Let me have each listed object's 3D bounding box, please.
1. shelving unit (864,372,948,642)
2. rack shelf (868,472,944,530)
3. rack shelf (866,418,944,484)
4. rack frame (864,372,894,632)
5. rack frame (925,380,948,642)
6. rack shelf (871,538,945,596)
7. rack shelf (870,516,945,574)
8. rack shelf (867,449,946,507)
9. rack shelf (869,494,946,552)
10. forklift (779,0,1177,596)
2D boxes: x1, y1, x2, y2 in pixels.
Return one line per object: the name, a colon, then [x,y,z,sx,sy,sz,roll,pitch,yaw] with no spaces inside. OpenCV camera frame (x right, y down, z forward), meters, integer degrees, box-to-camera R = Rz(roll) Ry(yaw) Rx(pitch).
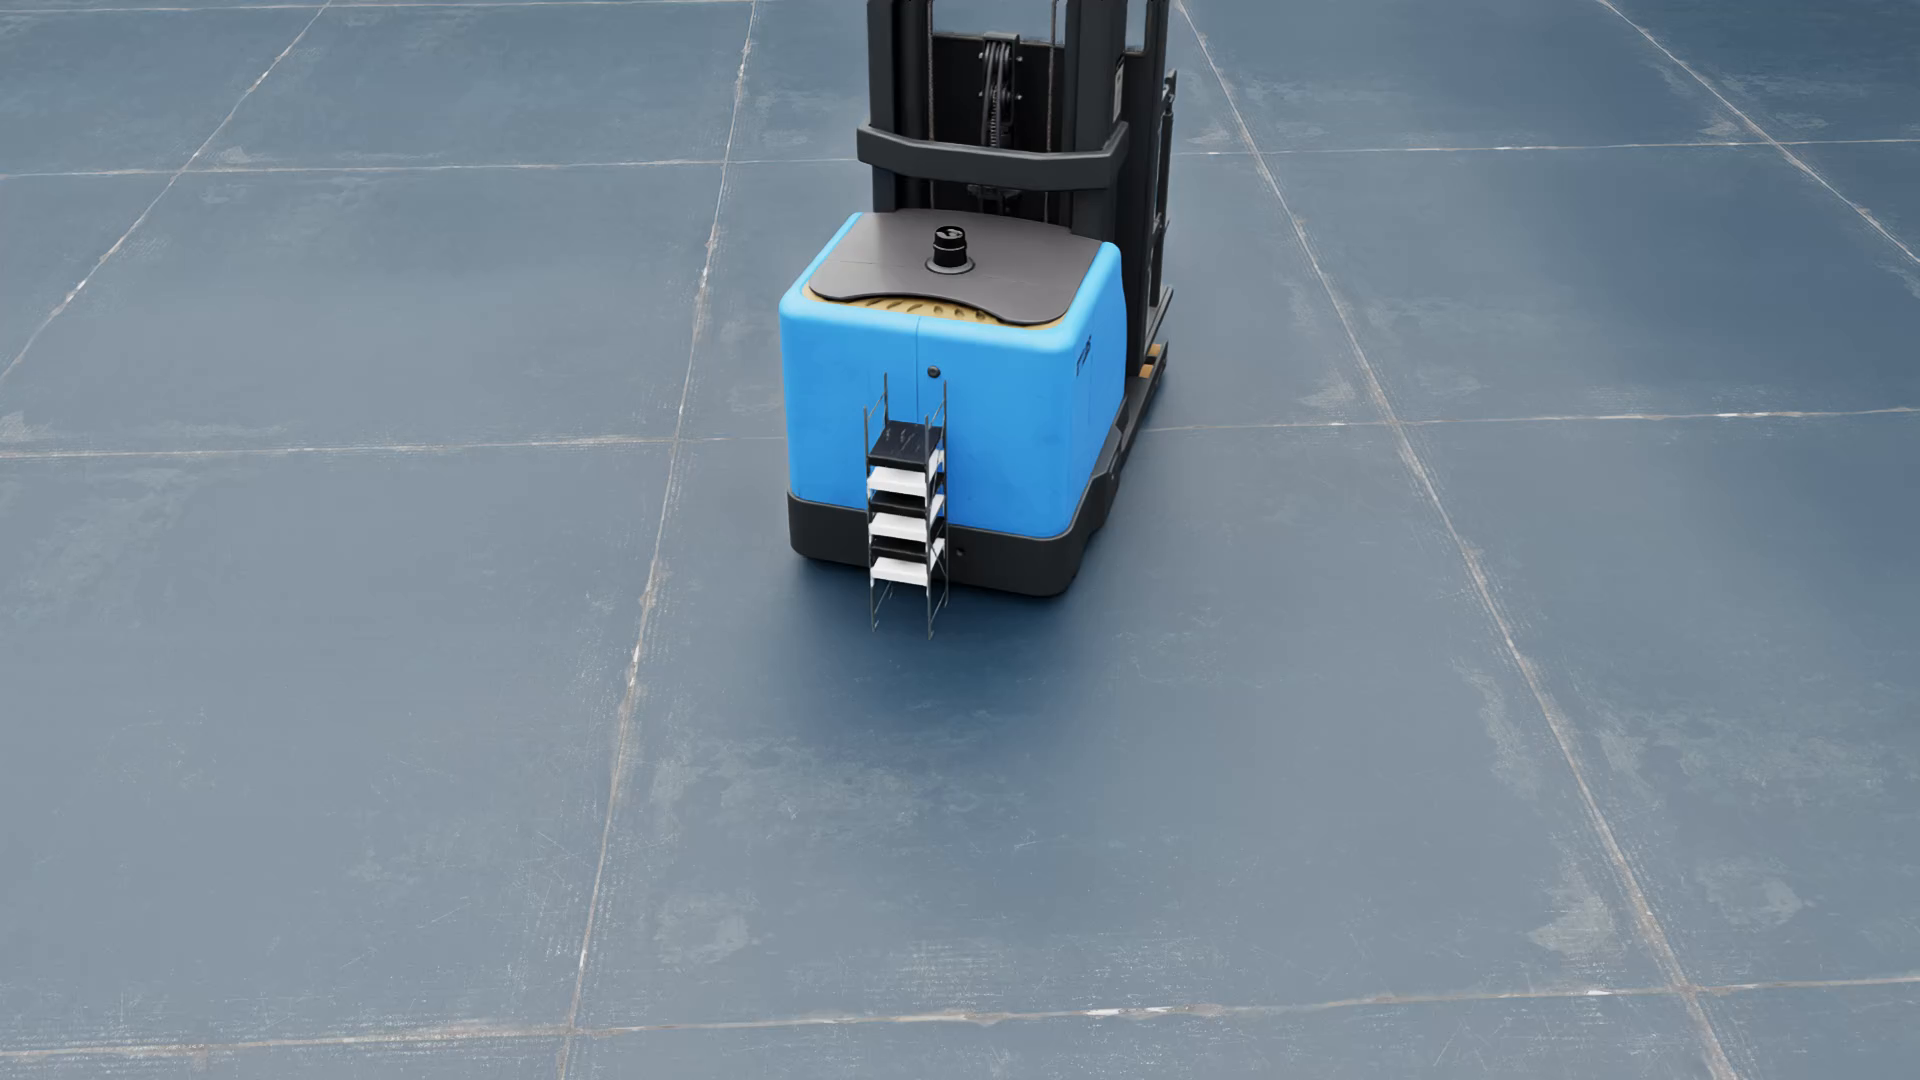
shelving unit: [-0.174,-0.100,5.604,0.210,0.900,0.258,9,36,12]
rack shelf: [-0.174,-0.147,5.572,0.200,0.077,0.258,9,36,12]
rack shelf: [-0.174,-0.295,5.470,0.200,0.077,0.258,9,36,12]
rack frame: [-0.273,-0.115,5.626,0.006,0.900,0.240,9,36,12]
rack frame: [-0.076,-0.085,5.583,0.006,0.900,0.240,9,36,12]
rack shelf: [-0.174,0.075,5.726,0.200,0.077,0.258,9,36,12]
rack shelf: [-0.174,0.001,5.674,0.200,0.077,0.258,9,36,12]
rack shelf: [-0.174,-0.221,5.521,0.200,0.077,0.258,9,36,12]
rack shelf: [-0.174,-0.073,5.623,0.200,0.077,0.258,9,36,12]
forklift: [0.277,-1.844,6.339,1.130,2.935,3.031,9,36,13]
